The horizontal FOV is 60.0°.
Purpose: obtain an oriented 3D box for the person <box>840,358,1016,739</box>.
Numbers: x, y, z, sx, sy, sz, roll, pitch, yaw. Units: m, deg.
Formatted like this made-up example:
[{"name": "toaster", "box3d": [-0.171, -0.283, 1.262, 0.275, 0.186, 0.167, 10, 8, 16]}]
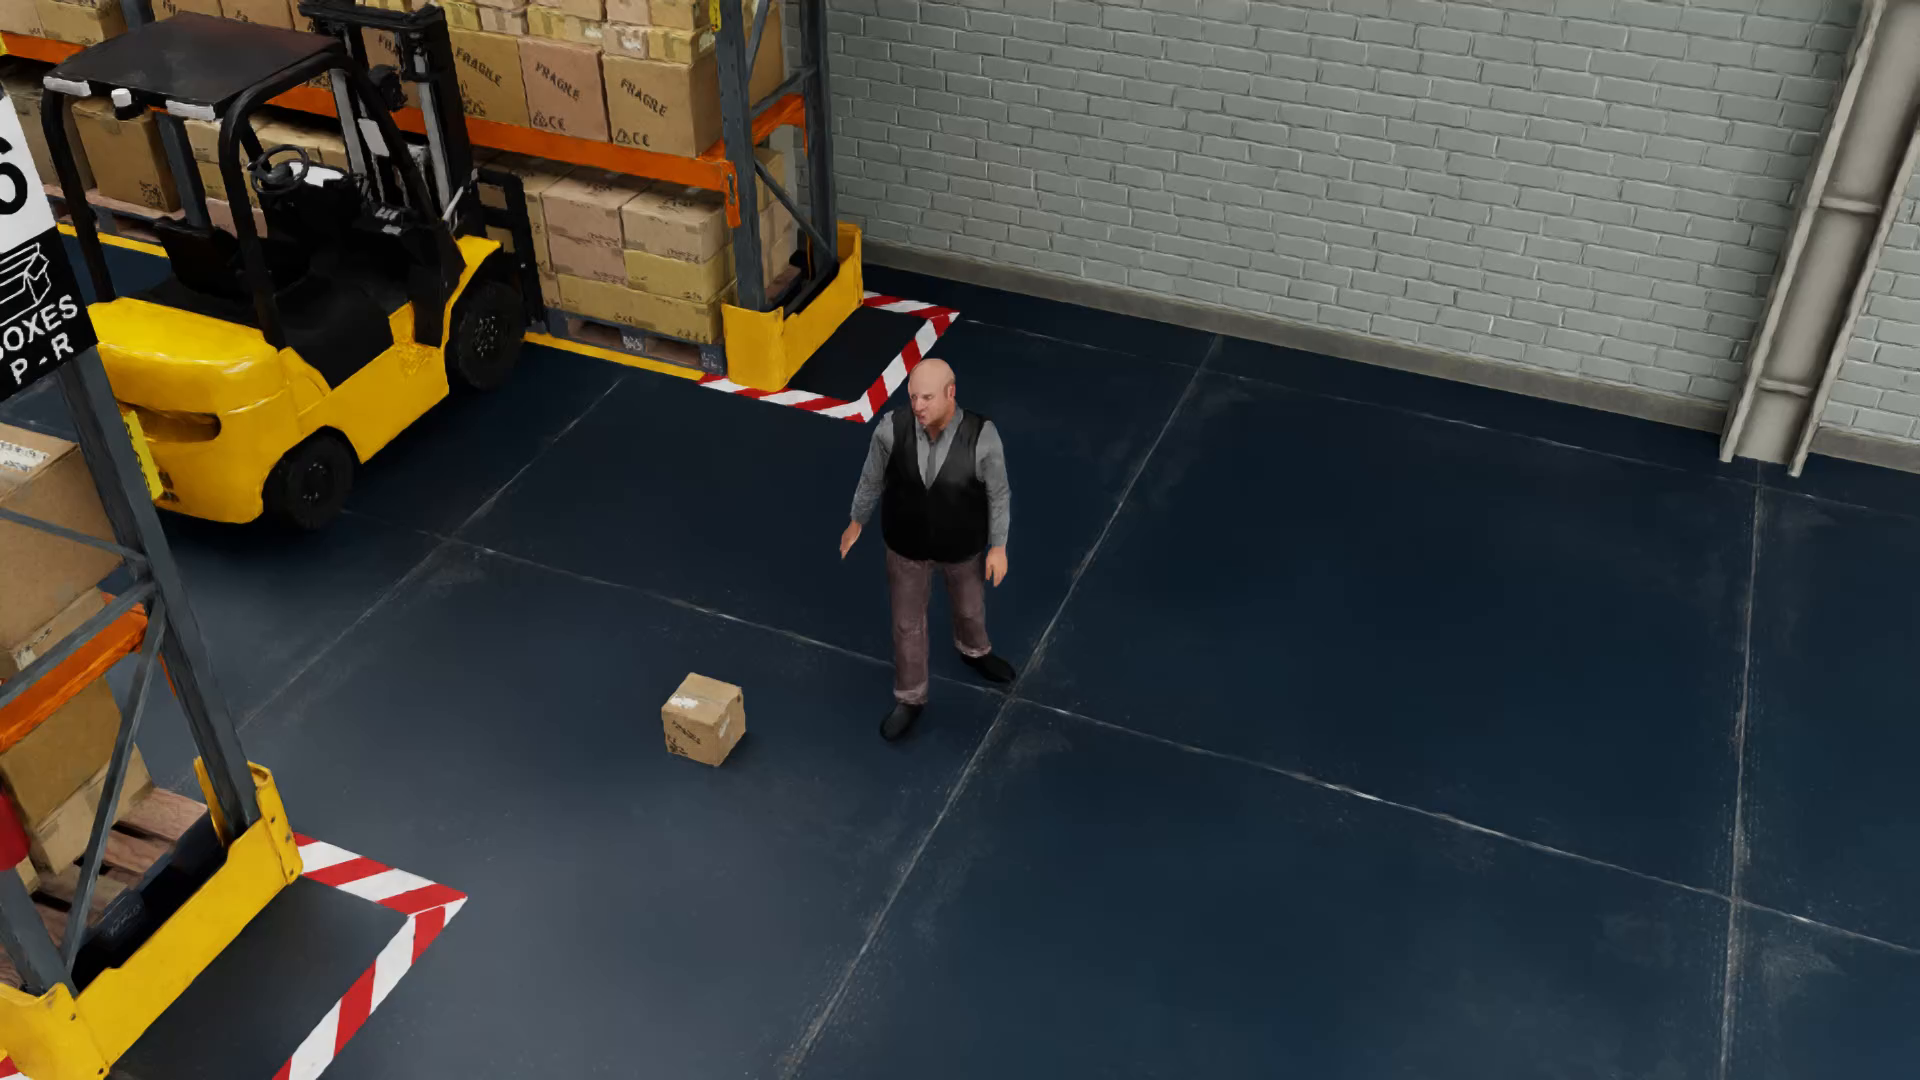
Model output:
[{"name": "person", "box3d": [-0.134, 0.017, 6.818, 0.740, 1.723, 0.636, 4, 37, 5]}]
